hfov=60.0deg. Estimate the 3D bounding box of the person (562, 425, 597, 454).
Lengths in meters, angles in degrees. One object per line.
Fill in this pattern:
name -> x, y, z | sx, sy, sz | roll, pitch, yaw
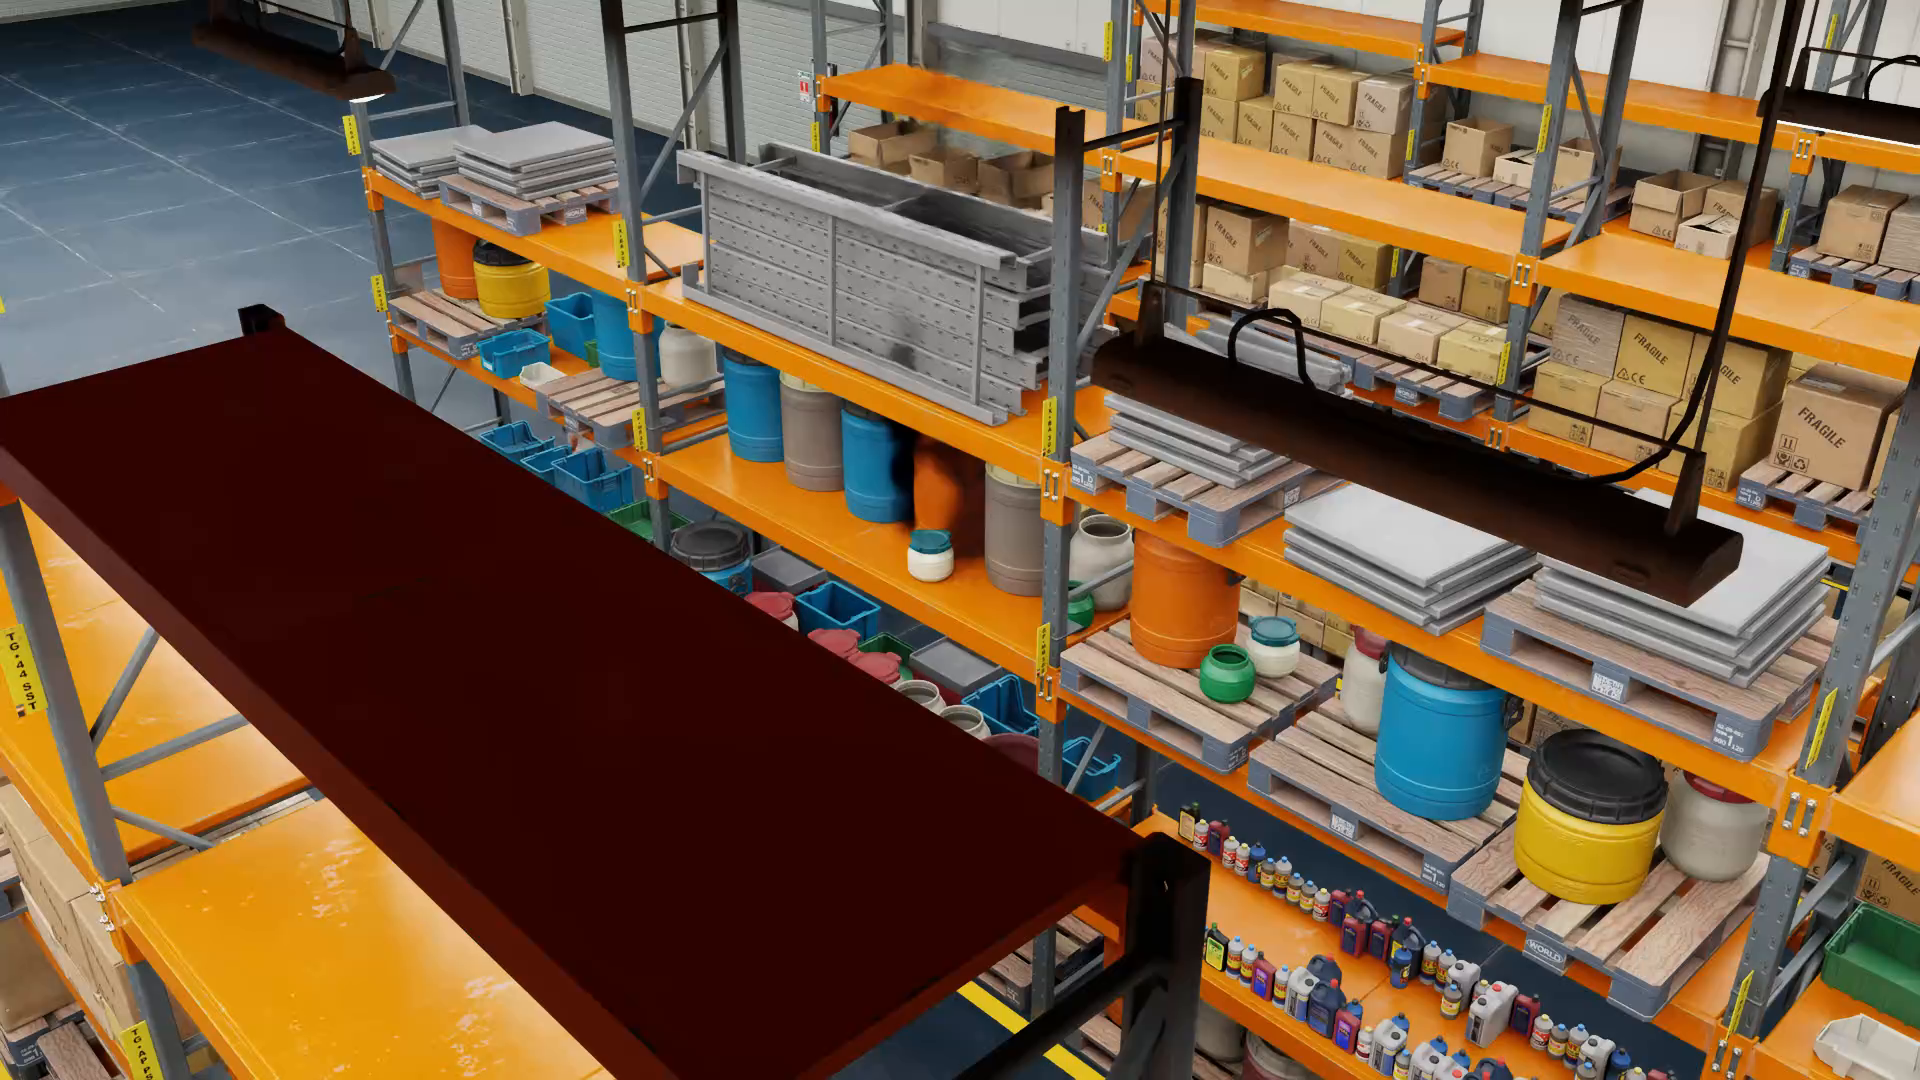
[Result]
person -> -3.813, -0.863, 16.709 | 0.570, 1.639, 0.571 | 17, 32, 28
